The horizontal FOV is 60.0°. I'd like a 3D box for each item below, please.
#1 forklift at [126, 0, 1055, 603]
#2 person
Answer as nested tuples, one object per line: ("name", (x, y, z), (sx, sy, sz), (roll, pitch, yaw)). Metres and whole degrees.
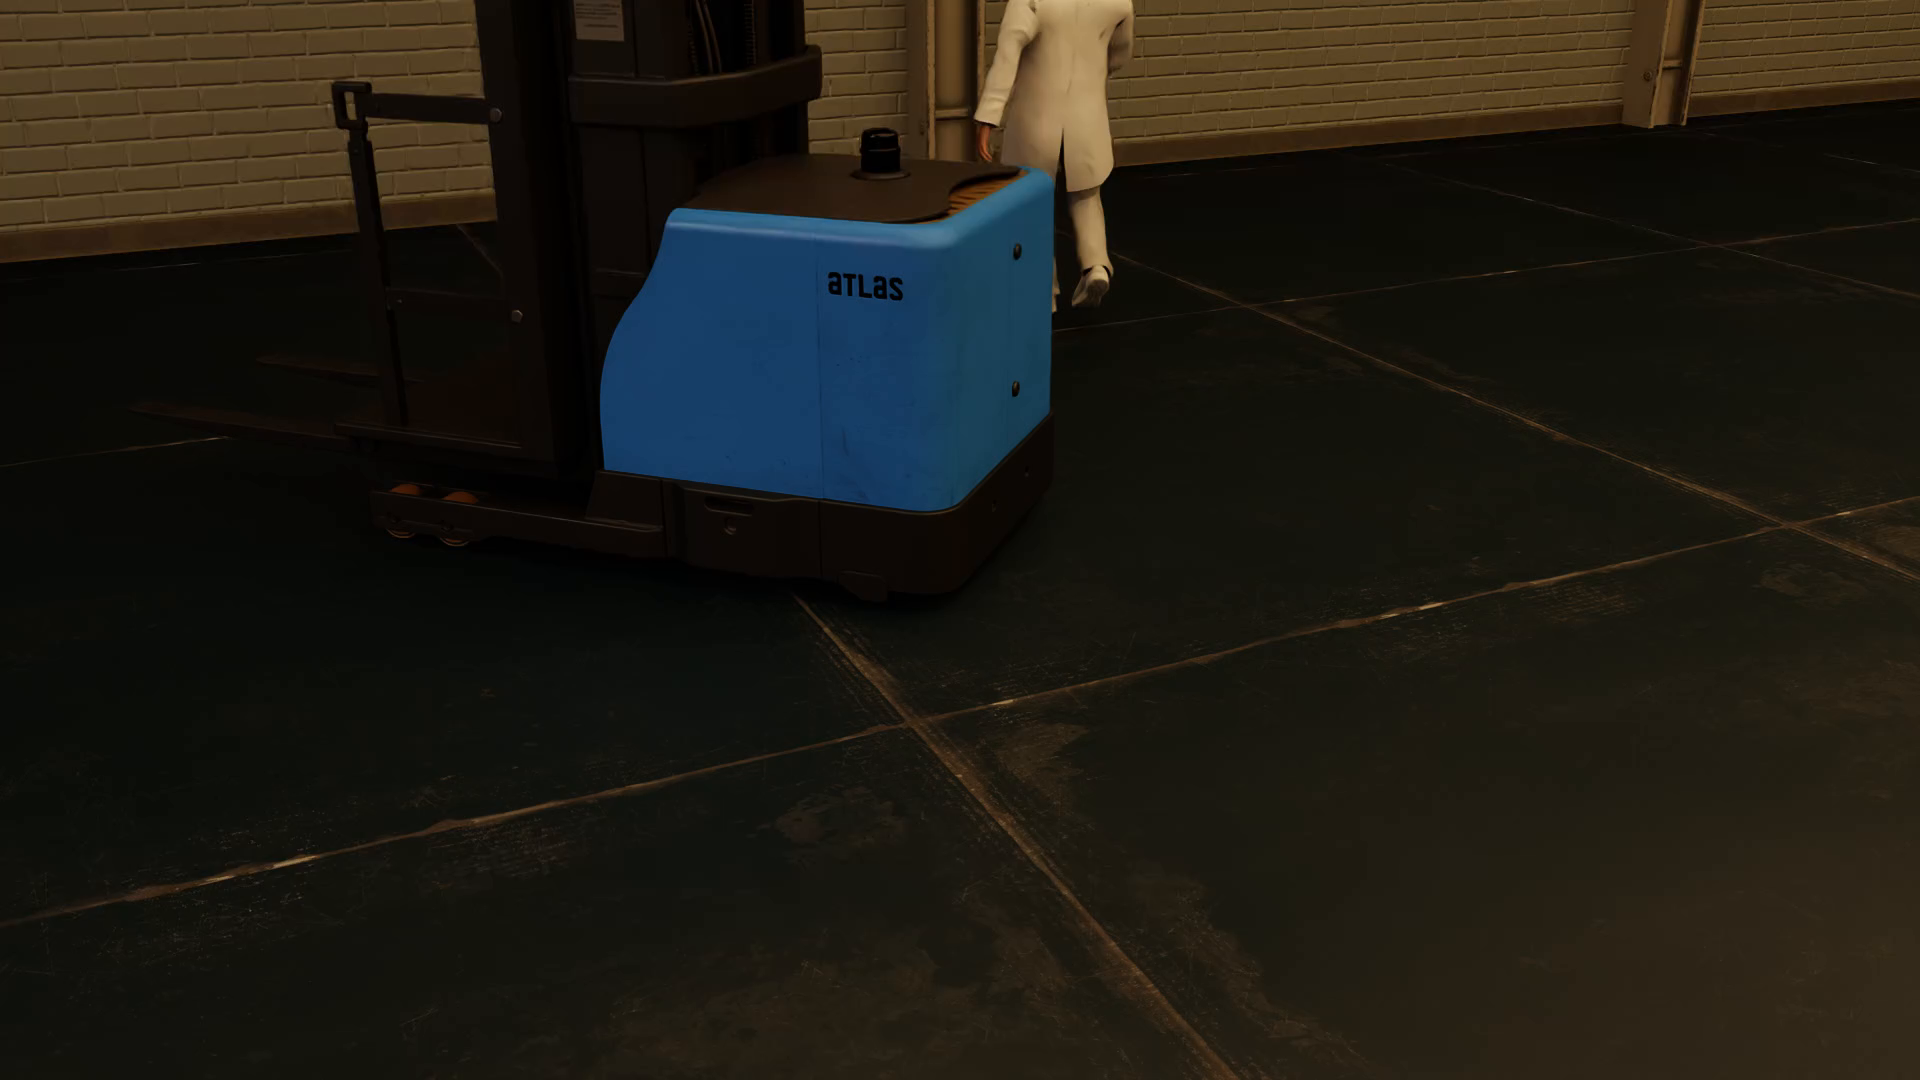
("forklift", (-1.273, -1.512, 4.926), (3.031, 2.935, 1.130), (8, 24, 18))
("person", (0.394, -1.813, 7.247), (0.740, 1.719, 0.688), (-3, 23, -7))
